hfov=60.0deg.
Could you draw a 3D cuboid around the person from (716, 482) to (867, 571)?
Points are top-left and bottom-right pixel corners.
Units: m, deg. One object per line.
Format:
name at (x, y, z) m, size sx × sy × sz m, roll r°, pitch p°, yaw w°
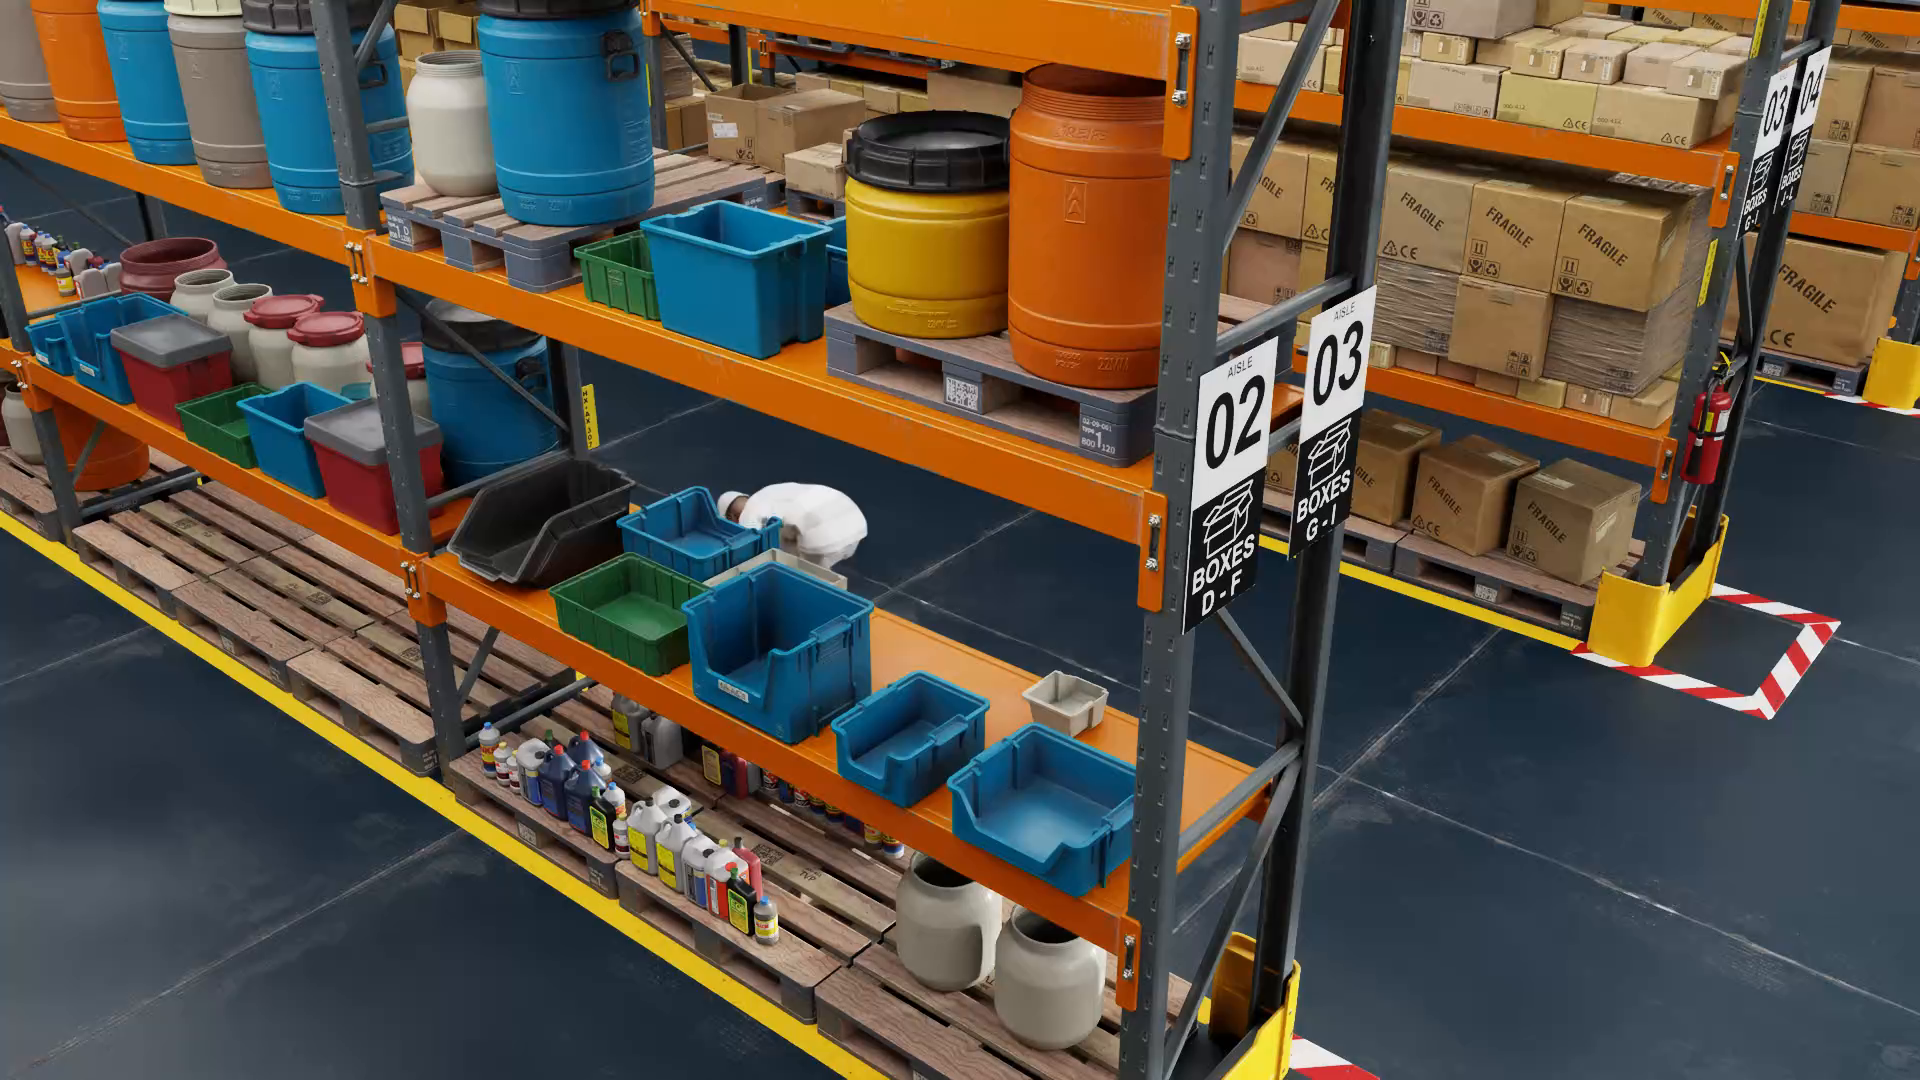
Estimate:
person at (-0.963, 0.134, 9.188) m, size 0.982 × 1.000 × 0.520 m, roll 19°, pitch 33°, yaw 32°
